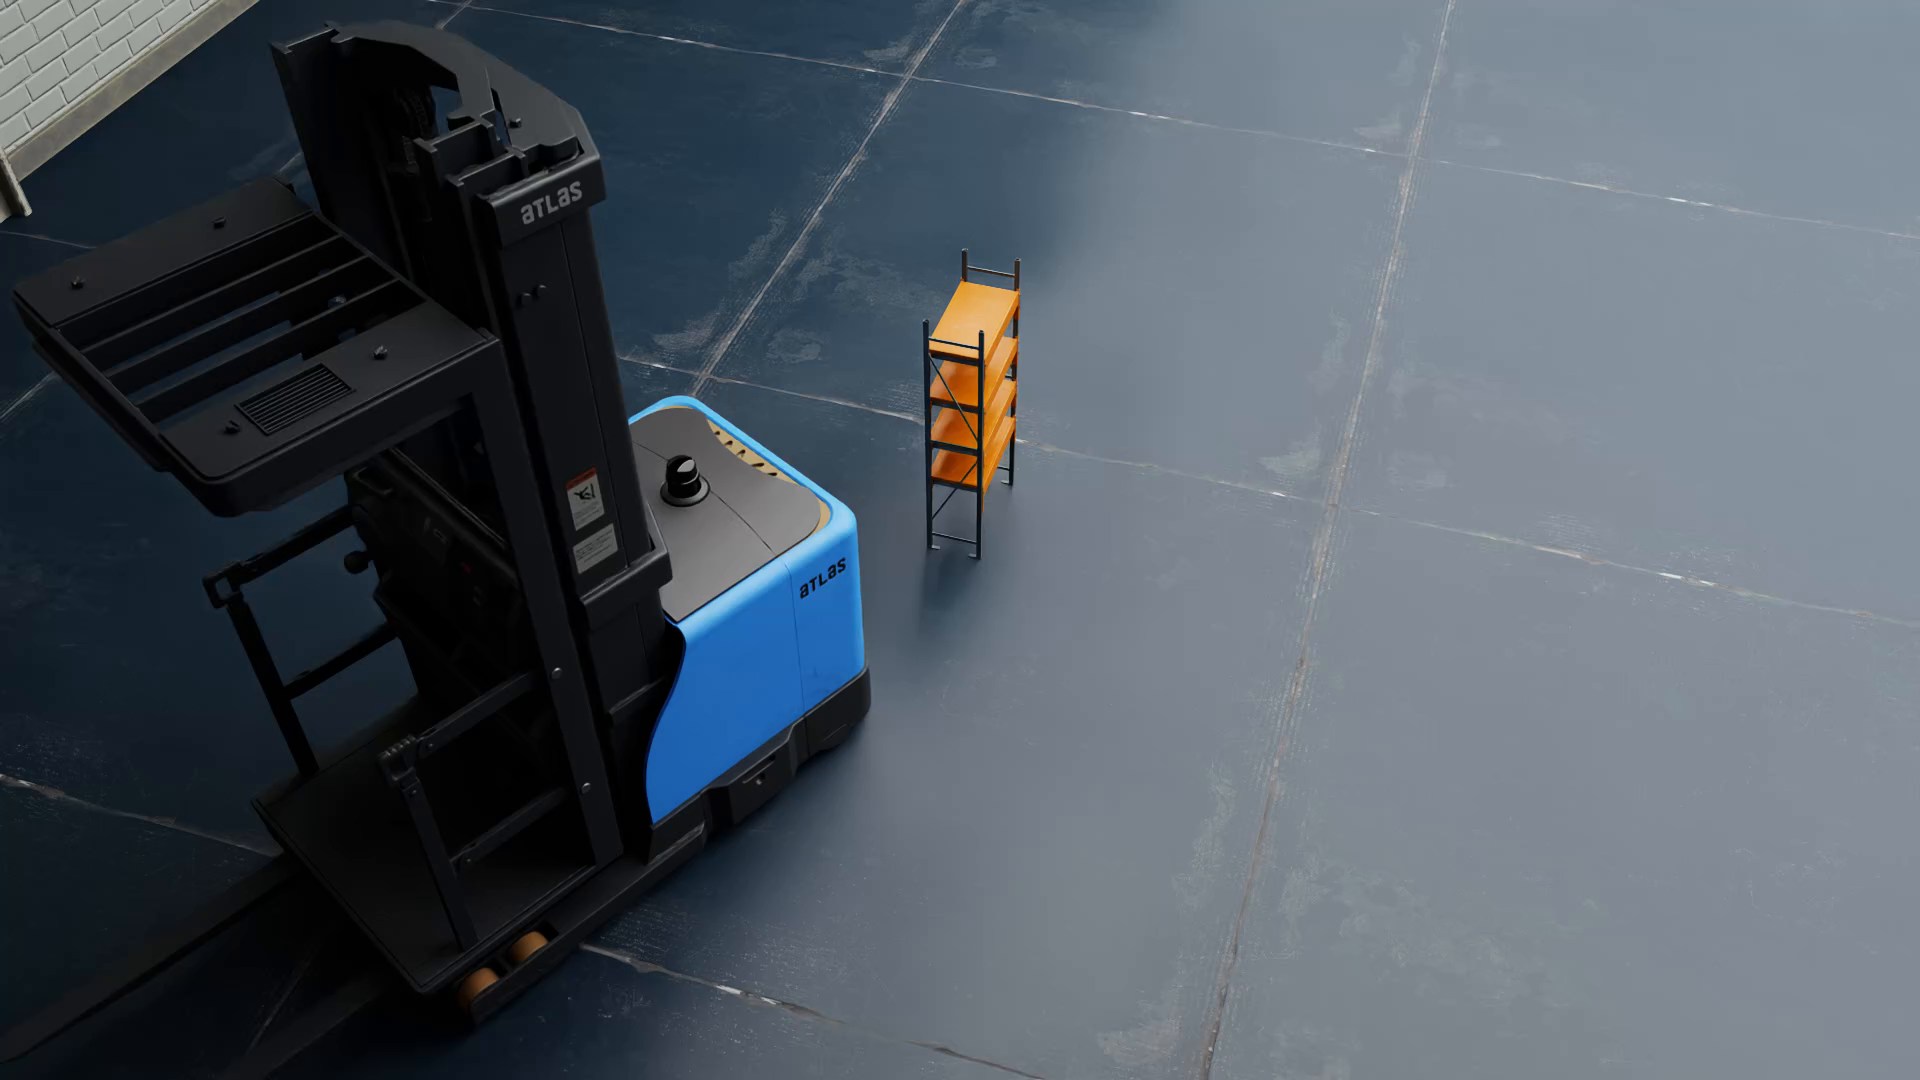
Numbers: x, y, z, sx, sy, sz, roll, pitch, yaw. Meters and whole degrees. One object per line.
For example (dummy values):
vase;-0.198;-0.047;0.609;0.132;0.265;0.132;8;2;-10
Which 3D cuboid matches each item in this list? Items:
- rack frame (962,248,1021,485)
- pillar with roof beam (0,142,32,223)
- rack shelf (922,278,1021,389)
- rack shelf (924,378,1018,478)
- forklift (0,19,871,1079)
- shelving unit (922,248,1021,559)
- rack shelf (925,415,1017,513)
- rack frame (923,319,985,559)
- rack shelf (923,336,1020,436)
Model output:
rack frame;0.124;-0.702;7.008;0.240;1.200;0.015;13;46;12
pillar with roof beam;-1.097;-3.976;4.778;9.100;9.000;0.400;13;46;13
rack shelf;0.050;-0.820;6.567;0.258;0.148;0.480;13;46;12
rack shelf;0.050;-0.491;6.889;0.258;0.148;0.480;13;46;12
forklift;-1.736;0.126;4.925;1.130;2.935;3.031;35;54;30
shelving unit;0.050;-0.539;6.842;0.258;1.200;0.503;13;46;12
rack shelf;0.050;-0.349;7.028;0.258;0.148;0.480;13;46;12
rack frame;-0.024;-0.377;6.676;0.240;1.200;0.015;13;46;12
rack shelf;0.050;-0.651;6.733;0.258;0.148;0.480;13;46;12
